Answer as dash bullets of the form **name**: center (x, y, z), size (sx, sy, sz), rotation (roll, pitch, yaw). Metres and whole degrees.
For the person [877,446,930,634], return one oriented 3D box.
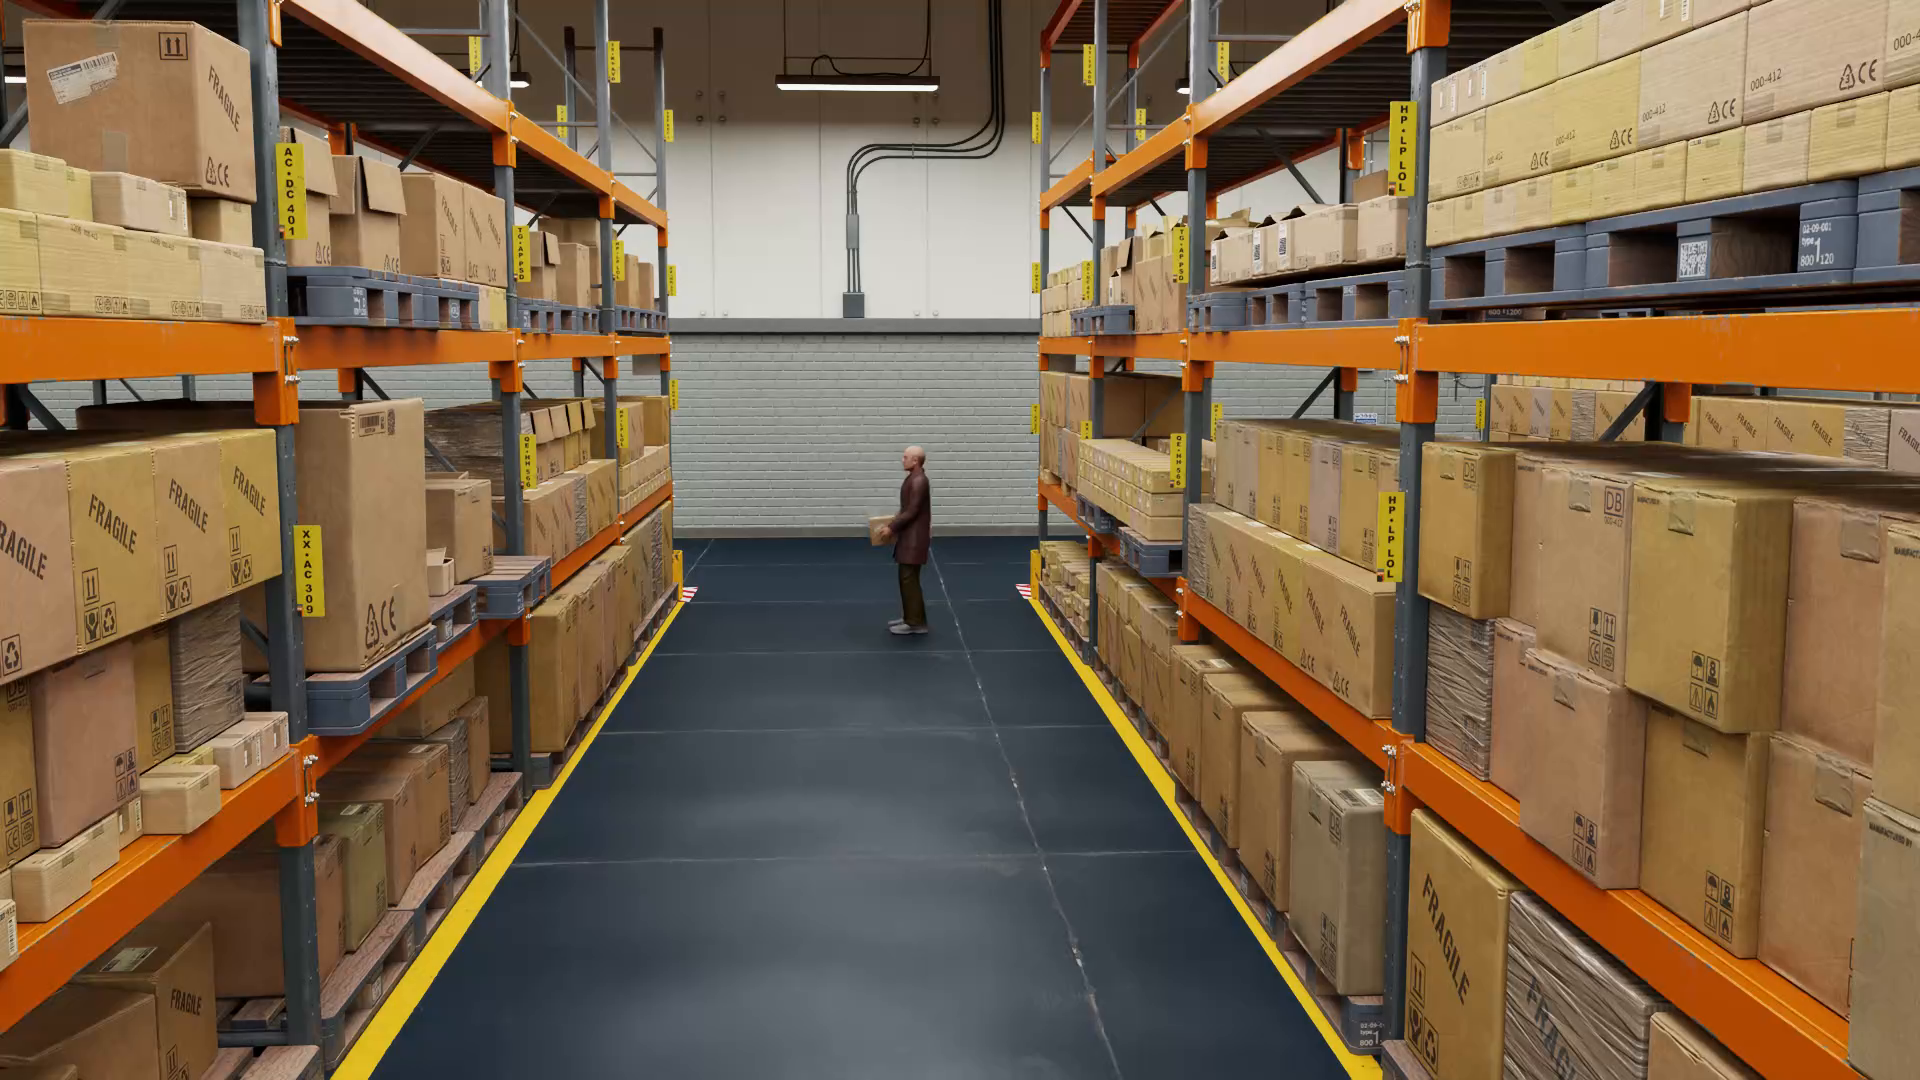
- **person**: center (-0.537, -0.008, 15.834), size (0.508, 1.782, 0.563), rotation (-1, 7, -4)
